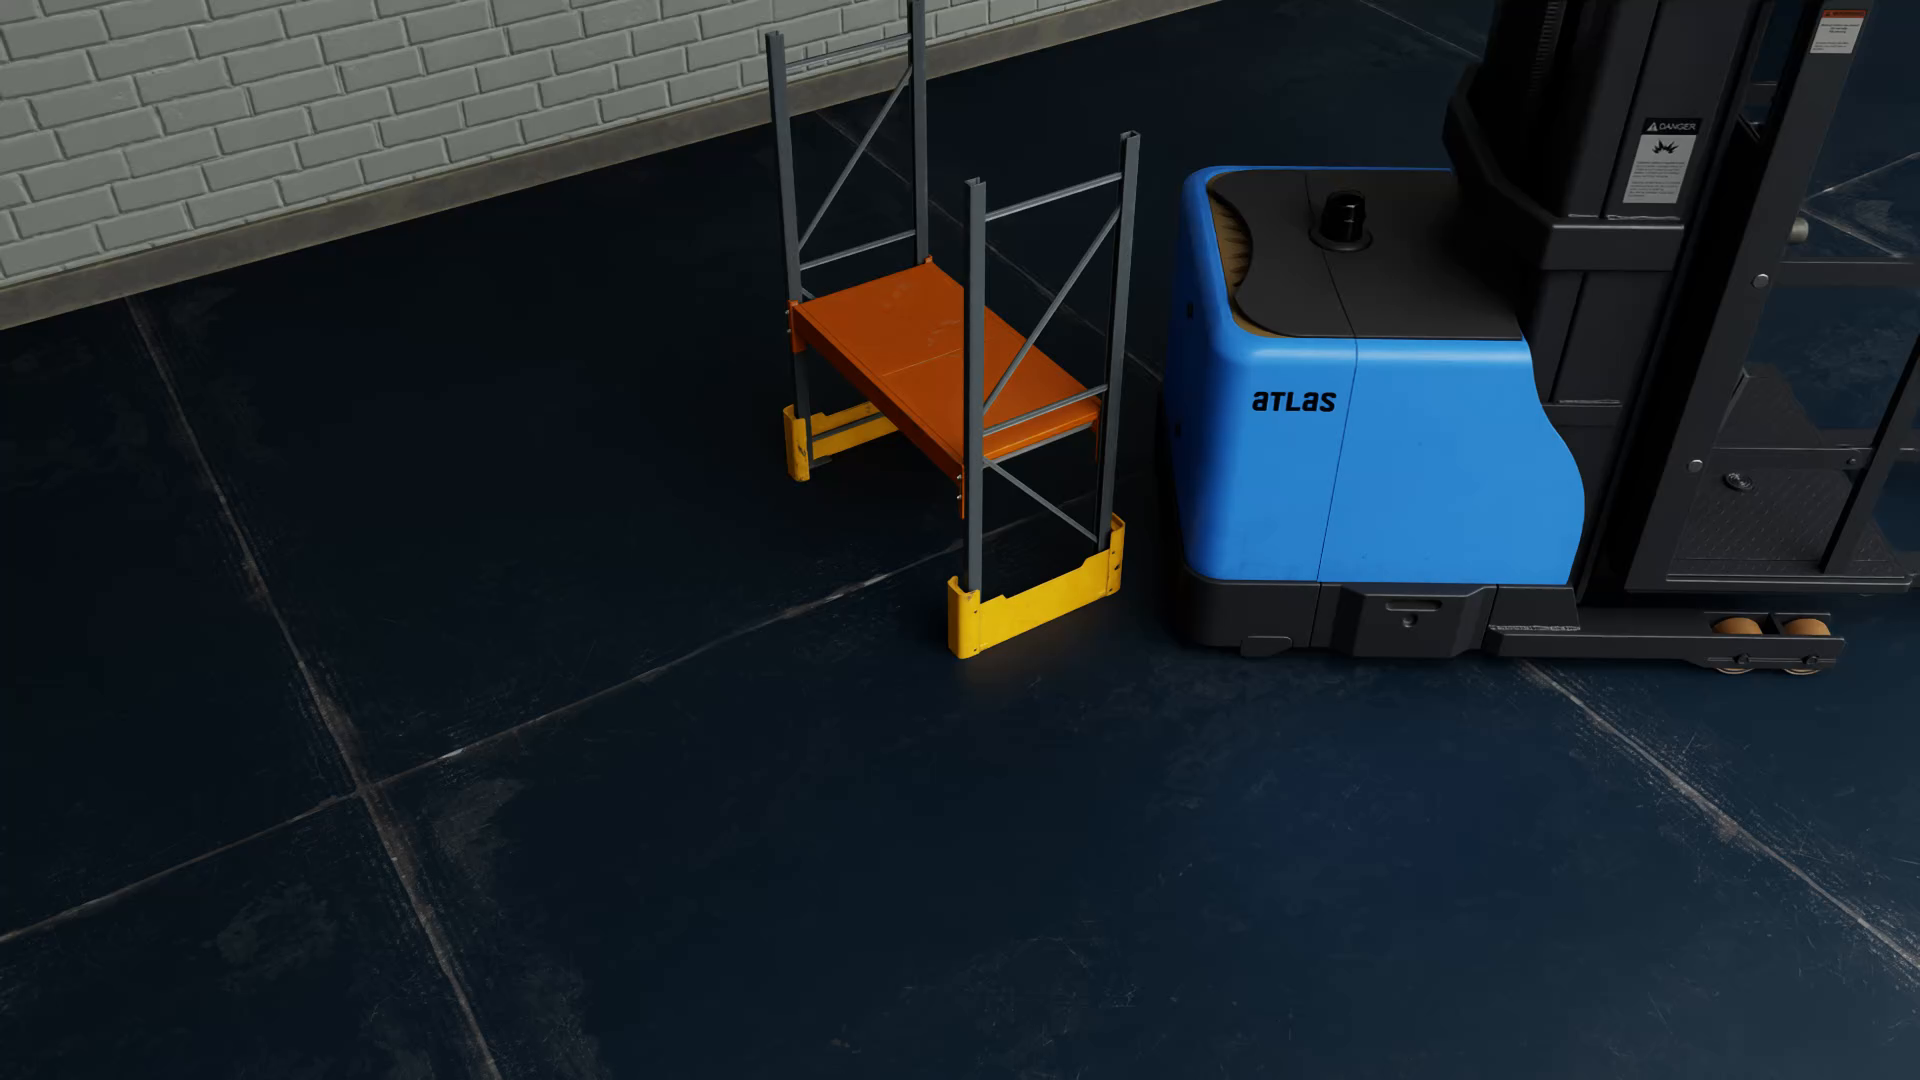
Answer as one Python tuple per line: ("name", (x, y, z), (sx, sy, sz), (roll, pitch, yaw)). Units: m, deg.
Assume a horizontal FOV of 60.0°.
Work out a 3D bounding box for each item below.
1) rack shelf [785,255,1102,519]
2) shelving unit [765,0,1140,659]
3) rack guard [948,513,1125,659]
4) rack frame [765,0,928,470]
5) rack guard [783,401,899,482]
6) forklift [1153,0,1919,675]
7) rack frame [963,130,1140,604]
("rack shelf", (-0.046, -0.484, 4.940), (0.538, 0.185, 1.000), (-22, 45, -24))
("shelving unit", (-0.041, -0.617, 4.819), (0.587, 1.500, 1.083), (-22, 45, -24))
("rack guard", (0.227, 0.132, 4.897), (0.587, 0.250, 0.087), (-22, 45, -24))
("rack frame", (-0.319, -0.897, 5.154), (0.500, 1.500, 0.032), (-22, 45, -24))
("rack guard", (-0.309, -0.406, 5.542), (0.587, 0.250, 0.087), (-22, 45, -24))
("forklift", (2.146, -1.084, 4.261), (3.031, 2.935, 1.130), (1, 40, 1))
("rack frame", (0.227, -0.348, 4.496), (0.500, 1.500, 0.032), (-22, 45, -24))
